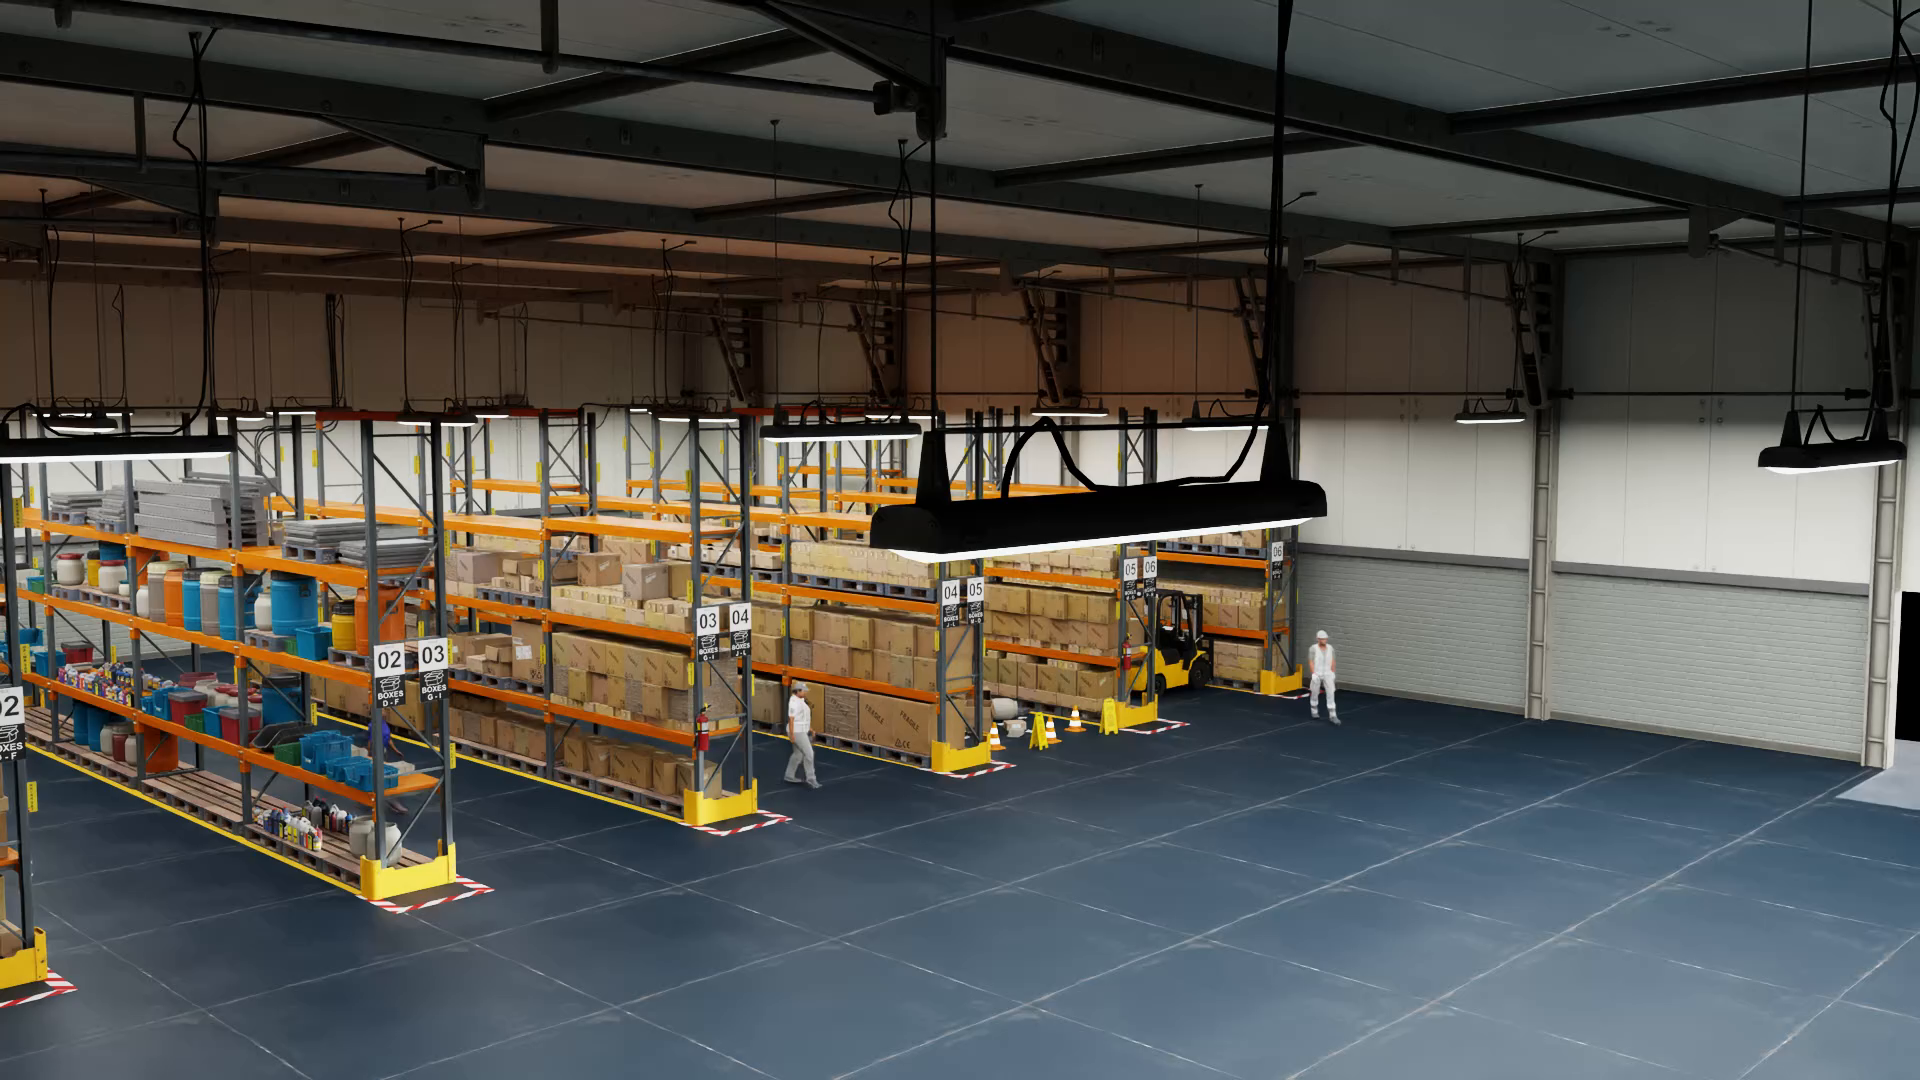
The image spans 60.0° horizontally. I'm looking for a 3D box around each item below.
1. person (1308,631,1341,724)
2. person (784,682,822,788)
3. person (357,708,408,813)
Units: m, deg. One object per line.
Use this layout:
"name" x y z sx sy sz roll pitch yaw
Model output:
"person" 6.976 2.604 31.919 0.561 1.736 0.949 0 5 -1
"person" -2.536 3.134 26.892 0.676 1.688 0.504 0 5 4
"person" -8.737 3.276 25.206 0.964 1.616 0.564 1 5 13
